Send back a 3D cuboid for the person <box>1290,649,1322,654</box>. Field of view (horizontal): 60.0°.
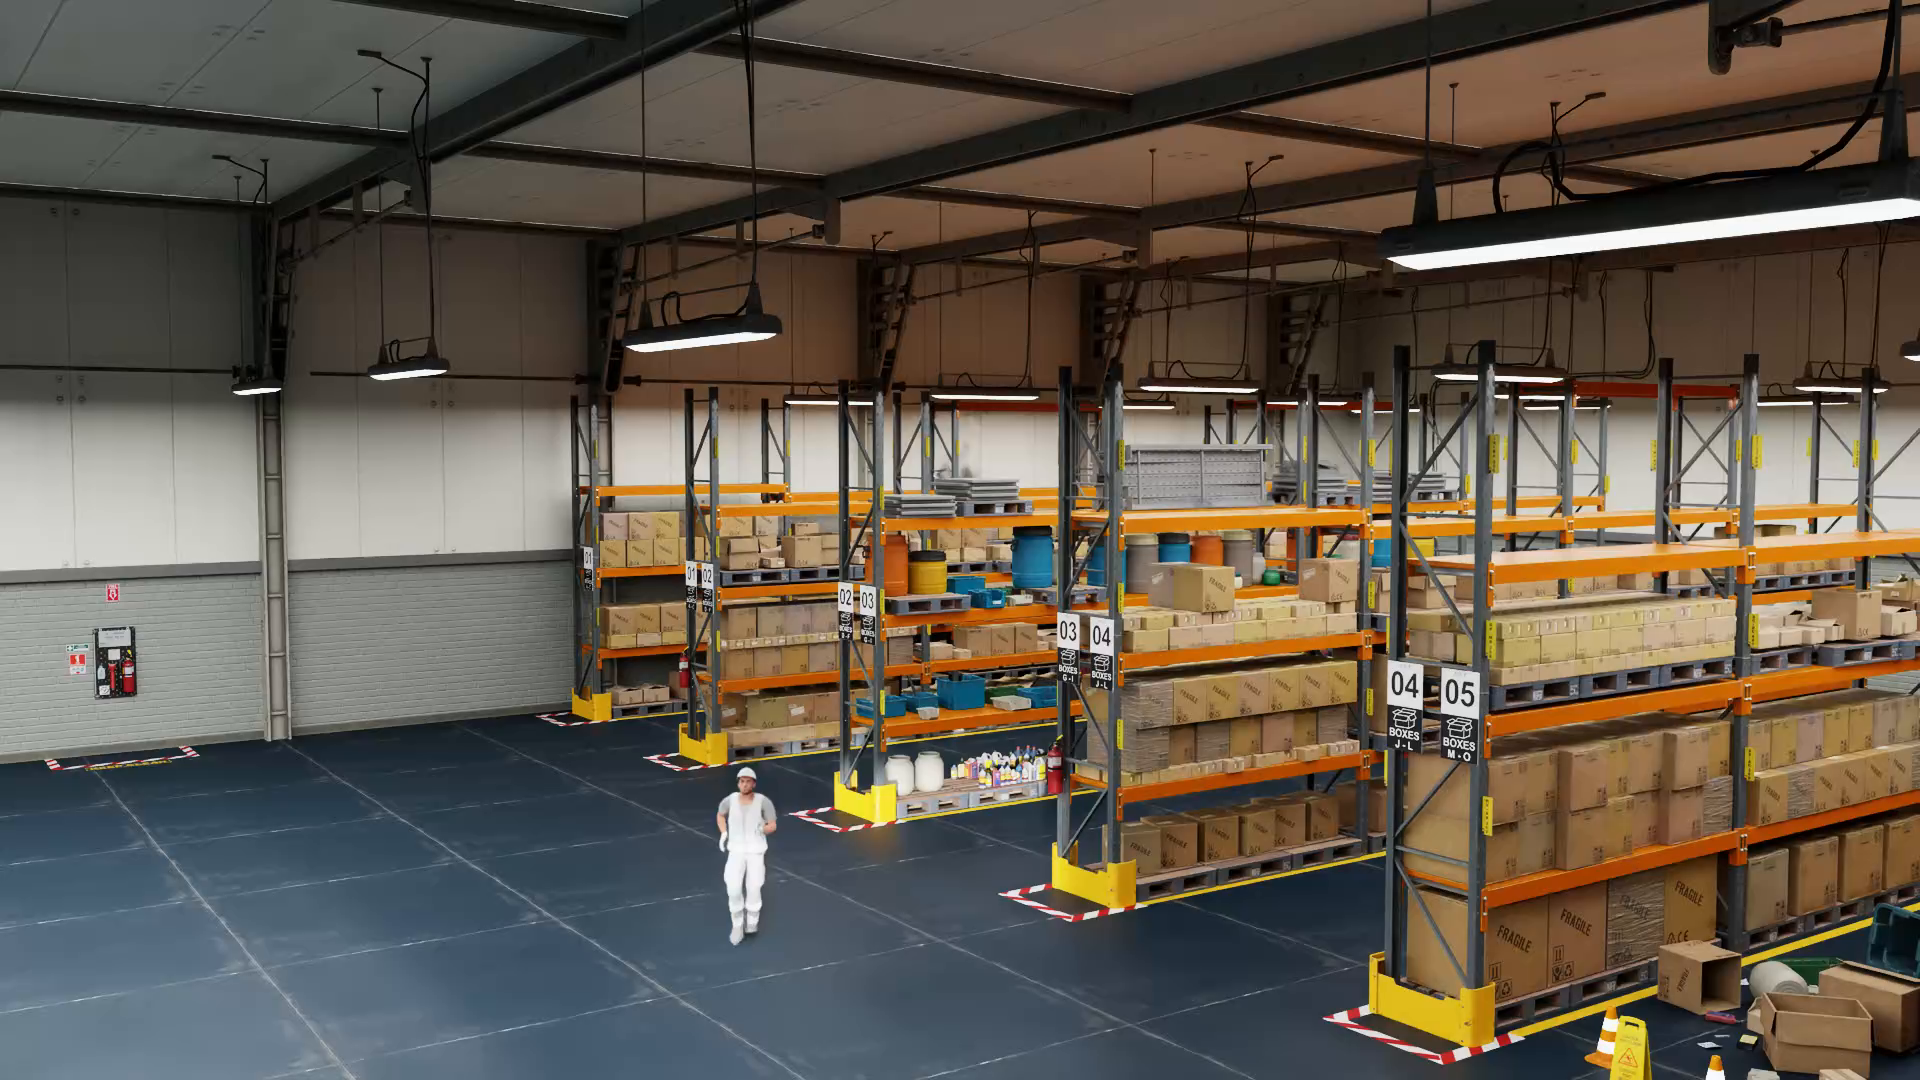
[{"bbox_3d":[6.550,2.389,31.716,0.823,1.761,0.655,-3,5,-44],"label":"person"}]

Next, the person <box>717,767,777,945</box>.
[{"bbox_3d":[-2.206,3.247,17.107,0.635,1.810,0.685,0,3,-2],"label":"person"}]
